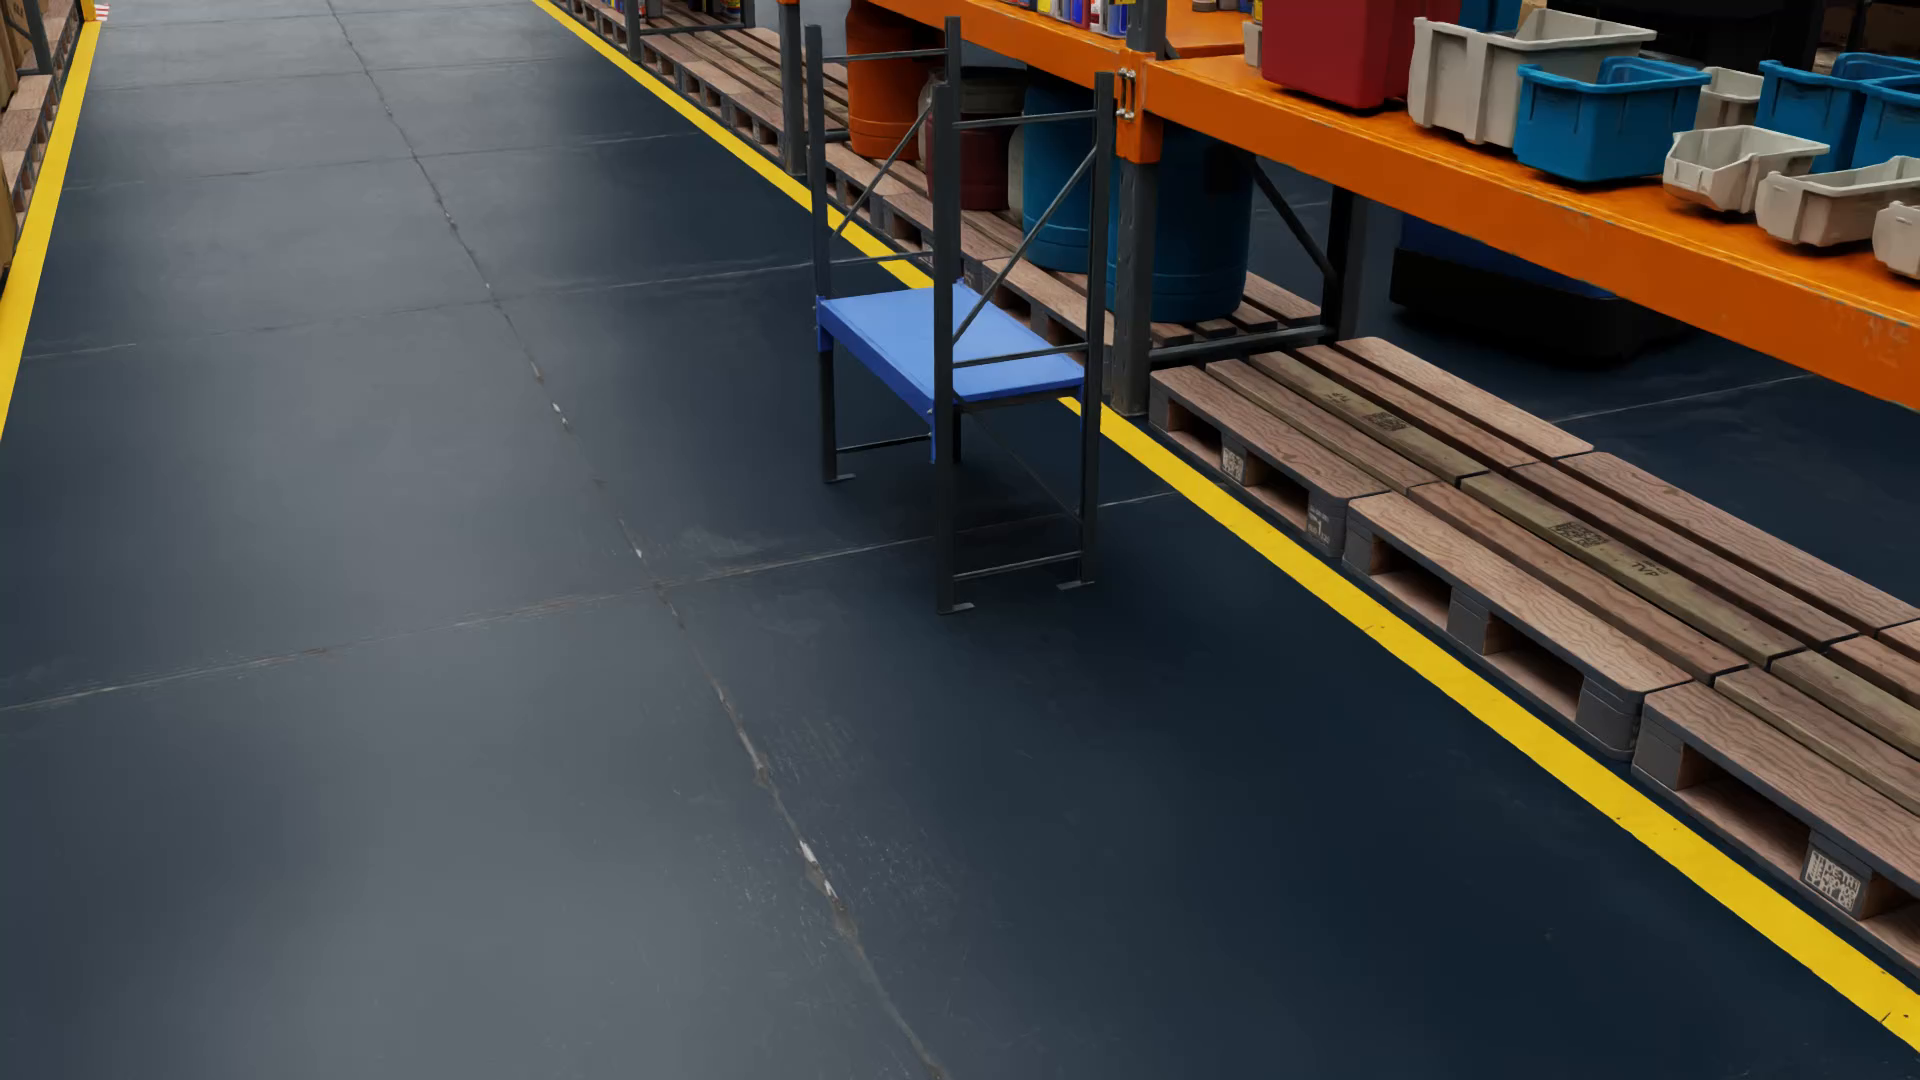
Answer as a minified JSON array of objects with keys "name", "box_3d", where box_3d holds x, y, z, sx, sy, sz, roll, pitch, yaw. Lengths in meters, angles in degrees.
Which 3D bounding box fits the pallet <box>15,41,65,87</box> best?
[{"name":"pallet","box_3d":[-6.938,-3.294,11.756,1.003,0.211,1.213,-11,28,-21]}]

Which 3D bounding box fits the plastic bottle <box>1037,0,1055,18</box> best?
[{"name":"plastic bottle","box_3d":[0.386,-2.196,6.386,0.144,0.351,0.185,-11,28,-21]}]

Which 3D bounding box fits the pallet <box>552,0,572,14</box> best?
[{"name":"pallet","box_3d":[-3.266,-5.143,15.544,1.003,0.211,1.213,-11,28,-21]}]

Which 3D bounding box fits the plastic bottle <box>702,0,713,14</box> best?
[{"name":"plastic bottle","box_3d":[-2.056,-4.421,13.481,0.061,0.283,0.133,-11,28,-21]}]

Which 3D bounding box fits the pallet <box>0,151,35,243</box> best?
[{"name":"pallet","box_3d":[-5.381,-1.730,8.553,1.003,0.211,1.213,-11,28,-21]}]

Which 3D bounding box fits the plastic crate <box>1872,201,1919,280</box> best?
[{"name":"plastic crate","box_3d":[2.028,-0.615,3.322,0.396,0.136,0.243,-11,28,-21]}]

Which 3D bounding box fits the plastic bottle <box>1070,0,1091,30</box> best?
[{"name":"plastic bottle","box_3d":[0.463,-2.040,6.143,0.061,0.283,0.133,-11,28,-21]}]

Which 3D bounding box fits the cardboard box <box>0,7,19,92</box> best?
[{"name":"cardboard box","box_3d":[-6.422,-3.105,10.538,0.700,0.500,0.500,-13,29,-25]}]

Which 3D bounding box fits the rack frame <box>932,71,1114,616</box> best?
[{"name":"rack frame","box_3d":[0.166,-0.503,4.571,0.500,1.500,0.032,-11,28,-21]}]

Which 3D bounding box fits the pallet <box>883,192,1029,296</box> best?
[{"name":"pallet","box_3d":[0.302,-1.462,8.005,1.003,0.211,1.213,-11,28,-21]}]

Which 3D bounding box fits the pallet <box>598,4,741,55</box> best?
[{"name":"pallet","box_3d":[-2.310,-4.158,13.526,1.003,0.211,1.213,-11,28,-21]}]

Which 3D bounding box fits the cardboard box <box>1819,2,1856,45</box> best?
[{"name":"cardboard box","box_3d":[5.053,-3.008,9.484,0.500,0.250,0.500,-11,28,-22]}]

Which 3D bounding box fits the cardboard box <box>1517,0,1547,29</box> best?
[{"name":"cardboard box","box_3d":[3.956,-3.209,10.752,0.500,0.500,0.500,-9,28,-18]}]

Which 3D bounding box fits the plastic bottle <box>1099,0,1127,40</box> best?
[{"name":"plastic bottle","box_3d":[0.596,-1.951,5.969,0.152,0.276,0.135,-11,28,-21]}]

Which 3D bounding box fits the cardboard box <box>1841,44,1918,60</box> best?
[{"name":"cardboard box","box_3d":[5.234,-2.481,9.261,0.500,0.500,0.500,-10,28,-20]}]

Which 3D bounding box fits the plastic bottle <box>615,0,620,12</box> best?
[{"name":"plastic bottle","box_3d":[-2.780,-4.457,13.554,0.061,0.283,0.133,-9,27,-17]}]

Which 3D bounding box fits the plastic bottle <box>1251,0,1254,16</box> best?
[{"name":"plastic bottle","box_3d":[1.182,-2.133,6.426,0.097,0.201,0.097,0,26,0]}]

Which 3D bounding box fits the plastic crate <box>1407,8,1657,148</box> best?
[{"name":"plastic crate","box_3d":[1.476,-1.229,4.415,0.437,0.282,0.530,-11,28,-21]}]

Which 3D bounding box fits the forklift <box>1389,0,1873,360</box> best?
[{"name":"forklift","box_3d":[3.315,-2.559,7.151,3.031,2.935,1.130,-21,33,-36]}]

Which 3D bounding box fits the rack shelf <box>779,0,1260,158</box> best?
[{"name":"rack shelf","box_3d":[0.264,-2.388,7.541,1.077,0.370,4.000,-11,28,-21]}]

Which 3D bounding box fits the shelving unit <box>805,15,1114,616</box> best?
[{"name":"shelving unit","box_3d":[-0.033,-0.708,4.991,0.538,1.500,1.048,-11,28,-21]}]

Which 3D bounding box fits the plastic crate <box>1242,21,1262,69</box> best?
[{"name":"plastic crate","box_3d":[1.098,-1.600,5.339,0.396,0.136,0.243,-11,28,-21]}]

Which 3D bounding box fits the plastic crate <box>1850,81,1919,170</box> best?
[{"name":"plastic crate","box_3d":[2.305,-0.928,3.855,0.416,0.233,0.300,-11,28,-21]}]

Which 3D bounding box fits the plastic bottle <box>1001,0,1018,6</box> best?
[{"name":"plastic bottle","box_3d":[0.255,-2.302,6.688,0.152,0.276,0.135,-11,28,-21]}]

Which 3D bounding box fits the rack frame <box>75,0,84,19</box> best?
[{"name":"rack frame","box_3d":[-8.209,-5.897,13.909,1.000,3.000,0.127,-11,28,-21]}]

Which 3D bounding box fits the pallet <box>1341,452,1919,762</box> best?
[{"name":"pallet","box_3d":[1.853,0.133,4.737,1.003,0.211,1.213,-11,28,-21]}]

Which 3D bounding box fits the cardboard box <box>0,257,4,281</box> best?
[{"name":"cardboard box","box_3d":[-4.483,-1.258,6.351,1.225,0.875,0.875,-10,28,-20]}]

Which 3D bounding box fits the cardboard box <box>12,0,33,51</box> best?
[{"name":"cardboard box","box_3d":[-6.994,-3.746,11.874,0.500,0.500,0.500,-2,26,-4]}]

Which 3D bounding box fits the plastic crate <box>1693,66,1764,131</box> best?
[{"name":"plastic crate","box_3d":[2.006,-1.161,4.441,0.293,0.136,0.466,-11,28,-21]}]

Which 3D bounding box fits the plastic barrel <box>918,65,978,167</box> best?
[{"name":"plastic barrel","box_3d":[-0.008,-2.182,8.657,0.421,0.512,0.421,0,26,0]}]

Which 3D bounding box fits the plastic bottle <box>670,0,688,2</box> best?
[{"name":"plastic bottle","box_3d":[-2.387,-4.716,14.094,0.152,0.276,0.135,-11,28,-21]}]

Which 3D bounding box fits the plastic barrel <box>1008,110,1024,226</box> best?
[{"name":"plastic barrel","box_3d":[0.434,-1.726,7.723,0.421,0.512,0.421,0,26,0]}]

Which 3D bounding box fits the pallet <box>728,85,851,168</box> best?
[{"name":"pallet","box_3d":[-0.787,-2.585,10.303,1.003,0.211,1.213,-11,28,-21]}]

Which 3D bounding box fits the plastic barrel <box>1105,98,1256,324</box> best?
[{"name":"plastic barrel","box_3d":[0.850,-1.372,6.554,0.600,0.901,0.708,-11,28,-21]}]

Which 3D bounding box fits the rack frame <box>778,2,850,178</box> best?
[{"name":"rack frame","box_3d":[-0.519,-3.518,9.037,1.000,3.000,0.127,-11,28,-21]}]

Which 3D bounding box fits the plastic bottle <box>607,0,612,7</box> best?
[{"name":"plastic bottle","box_3d":[-2.864,-4.592,13.838,0.152,0.276,0.135,-10,28,-20]}]

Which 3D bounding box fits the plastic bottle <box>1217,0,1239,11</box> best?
[{"name":"plastic bottle","box_3d":[1.073,-2.248,6.576,0.152,0.276,0.135,-11,28,-21]}]

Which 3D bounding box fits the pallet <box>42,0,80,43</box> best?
[{"name":"pallet","box_3d":[-7.894,-4.279,13.774,1.003,0.211,1.213,-11,28,-21]}]

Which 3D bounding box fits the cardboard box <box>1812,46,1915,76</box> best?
[{"name":"cardboard box","box_3d":[4.768,-2.381,9.055,0.500,0.500,0.500,-10,28,-20]}]

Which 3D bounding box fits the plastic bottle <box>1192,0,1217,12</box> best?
[{"name":"plastic bottle","box_3d":[0.966,-2.185,6.533,0.097,0.201,0.097,0,26,0]}]

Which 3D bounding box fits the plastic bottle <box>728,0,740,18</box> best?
[{"name":"plastic bottle","box_3d":[-1.807,-4.309,13.264,0.097,0.271,0.097,0,26,0]}]

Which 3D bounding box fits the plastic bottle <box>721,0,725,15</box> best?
[{"name":"plastic bottle","box_3d":[-1.887,-4.359,13.448,0.097,0.201,0.097,0,26,0]}]

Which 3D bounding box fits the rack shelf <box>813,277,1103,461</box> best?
[{"name":"rack shelf","box_3d":[-0.033,-0.547,5.070,0.538,0.185,1.000,-11,28,-21]}]

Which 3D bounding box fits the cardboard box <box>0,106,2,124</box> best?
[{"name":"cardboard box","box_3d":[-6.033,-2.683,9.675,0.700,0.500,0.500,-13,29,-25]}]

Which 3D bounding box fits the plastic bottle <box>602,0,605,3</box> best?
[{"name":"plastic bottle","box_3d":[-2.976,-4.674,14.012,0.097,0.271,0.097,0,26,0]}]

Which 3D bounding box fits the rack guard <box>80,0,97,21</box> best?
[{"name":"rack guard","box_3d":[-8.180,-4.743,14.395,1.175,0.500,0.348,-11,28,-21]}]

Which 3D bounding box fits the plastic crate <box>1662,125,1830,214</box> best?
[{"name":"plastic crate","box_3d":[1.763,-0.839,3.782,0.298,0.136,0.250,-11,28,-21]}]

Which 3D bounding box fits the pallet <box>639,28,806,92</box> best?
[{"name":"pallet","box_3d":[-1.742,-3.570,12.321,1.003,0.211,1.213,-11,28,-21]}]

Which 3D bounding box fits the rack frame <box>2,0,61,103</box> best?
[{"name":"rack frame","box_3d":[-6.643,-4.282,10.602,1.000,3.000,0.127,-11,28,-21]}]

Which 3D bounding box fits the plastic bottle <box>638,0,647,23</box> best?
[{"name":"plastic bottle","box_3d":[-2.514,-4.166,13.052,0.097,0.201,0.097,0,26,0]}]
